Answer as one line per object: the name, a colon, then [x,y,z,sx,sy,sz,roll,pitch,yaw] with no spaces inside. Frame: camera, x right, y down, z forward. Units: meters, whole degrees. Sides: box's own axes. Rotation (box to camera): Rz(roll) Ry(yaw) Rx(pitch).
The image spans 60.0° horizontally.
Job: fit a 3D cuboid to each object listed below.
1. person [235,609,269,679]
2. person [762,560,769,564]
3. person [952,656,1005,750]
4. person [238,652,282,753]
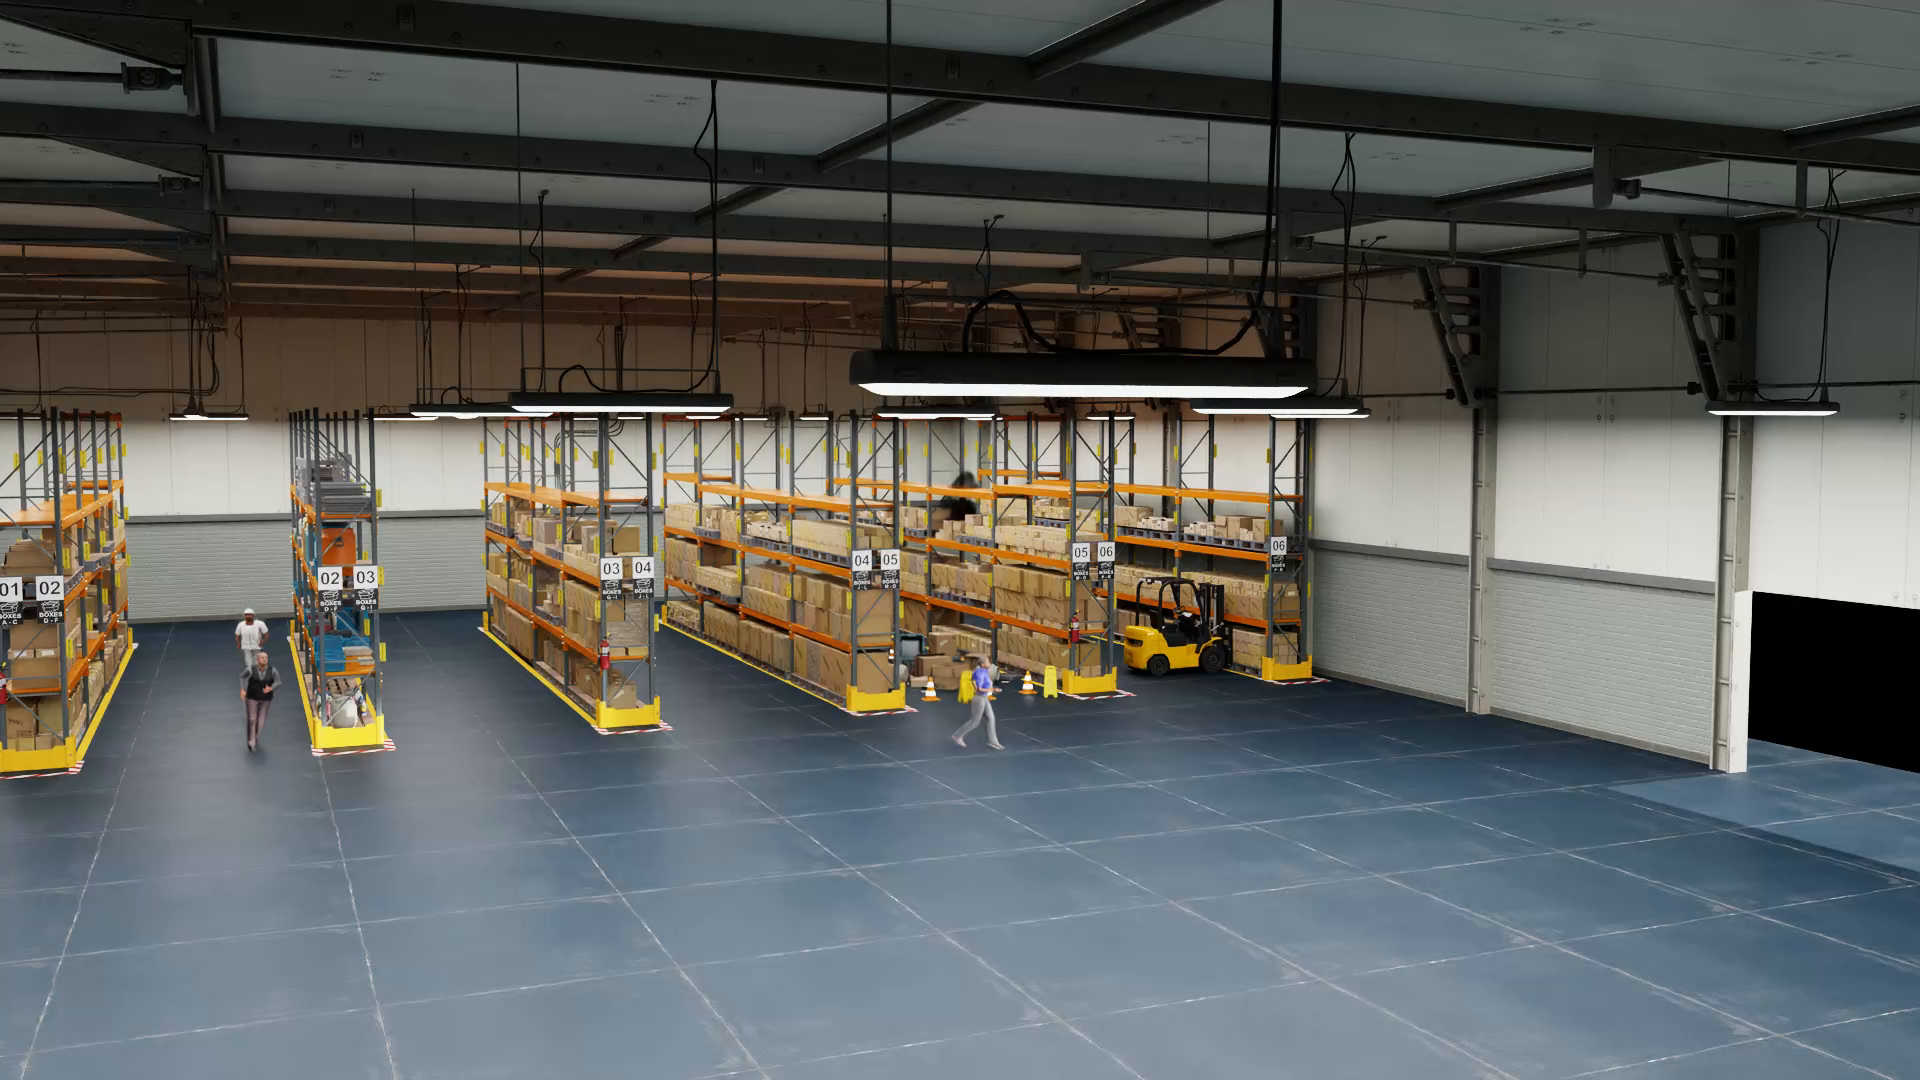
person: [-15.313,2.346,35.959,0.692,1.747,0.689,-1,4,-17]
person: [-5.822,1.413,50.064,0.851,1.605,0.538,-2,5,-29]
person: [0.323,2.848,29.135,0.924,1.662,0.549,1,4,10]
person: [-12.322,2.858,29.288,0.695,1.785,0.783,-2,5,-31]
